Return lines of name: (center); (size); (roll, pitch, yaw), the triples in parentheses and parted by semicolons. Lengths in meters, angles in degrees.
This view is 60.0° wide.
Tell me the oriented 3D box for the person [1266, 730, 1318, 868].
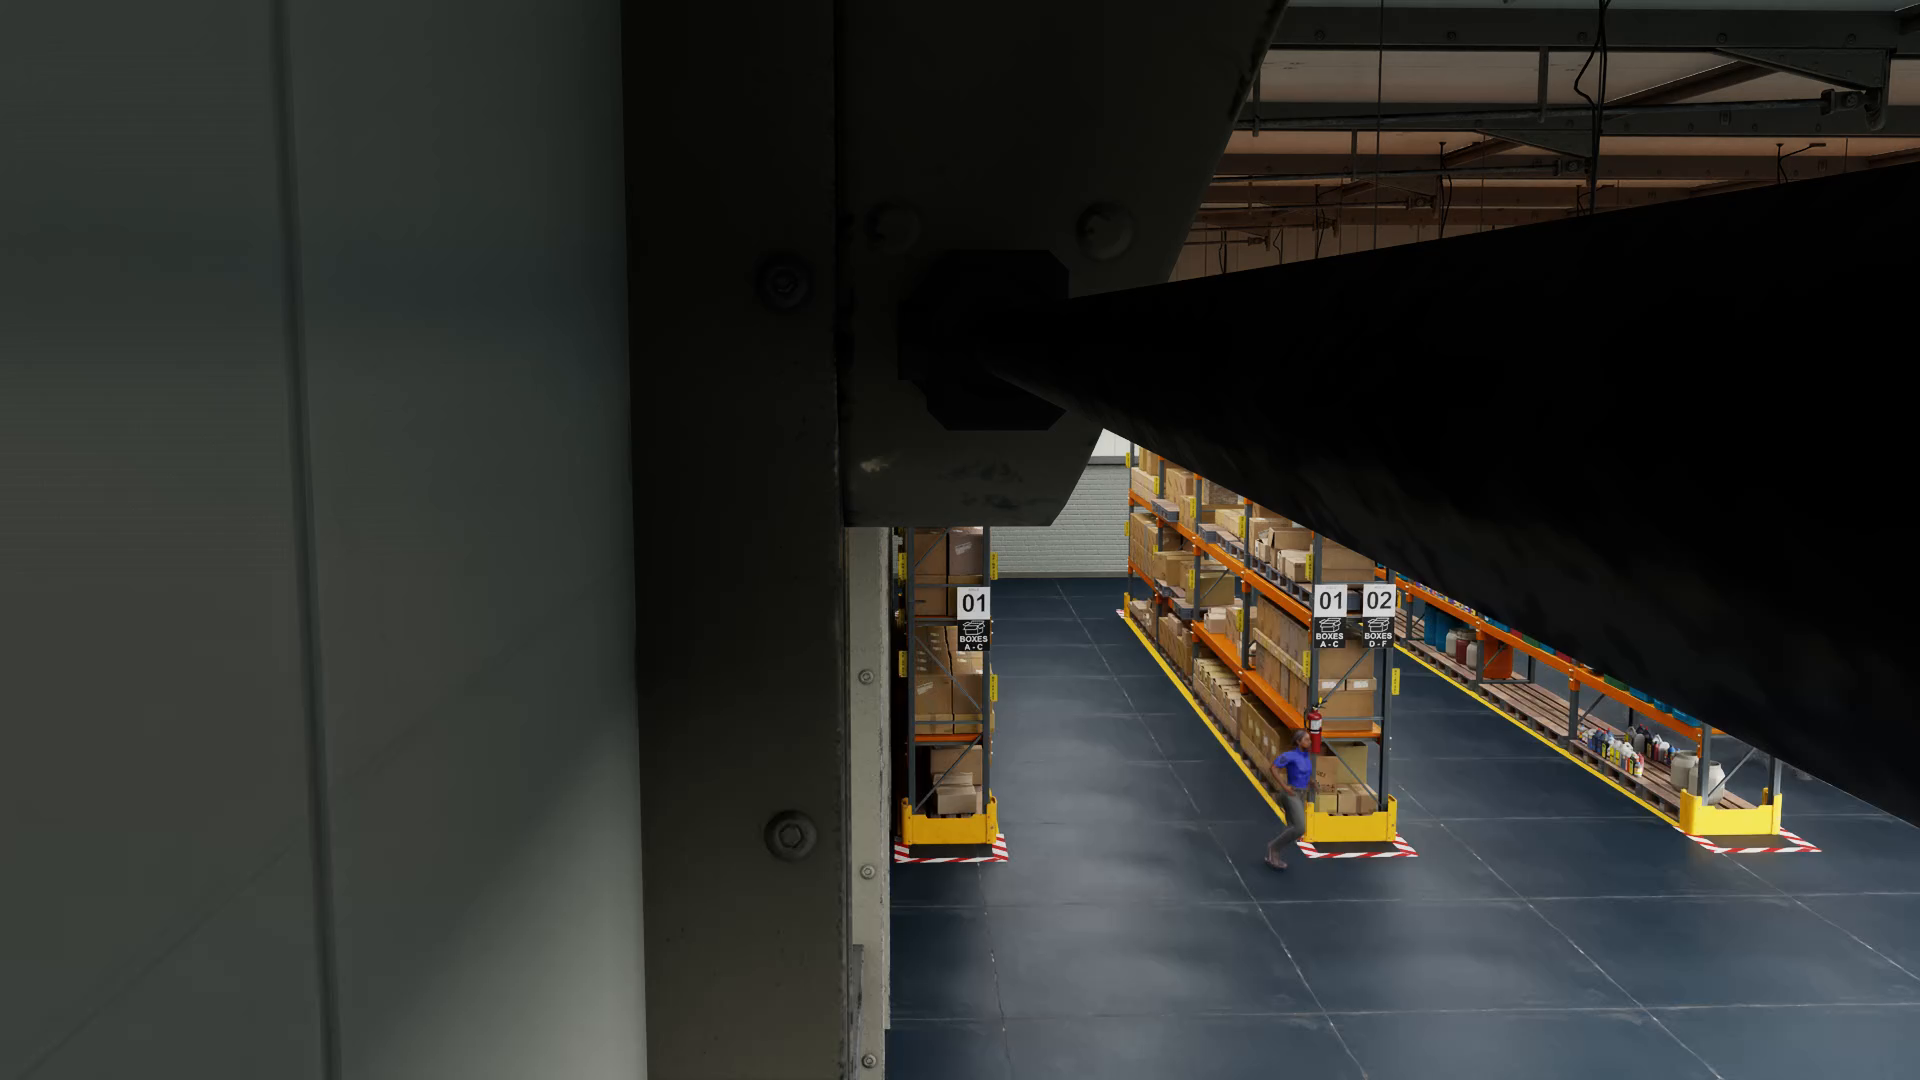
person: (3.939, 3.035, 19.530); (0.550, 1.611, 0.617); (6, 9, 38)
